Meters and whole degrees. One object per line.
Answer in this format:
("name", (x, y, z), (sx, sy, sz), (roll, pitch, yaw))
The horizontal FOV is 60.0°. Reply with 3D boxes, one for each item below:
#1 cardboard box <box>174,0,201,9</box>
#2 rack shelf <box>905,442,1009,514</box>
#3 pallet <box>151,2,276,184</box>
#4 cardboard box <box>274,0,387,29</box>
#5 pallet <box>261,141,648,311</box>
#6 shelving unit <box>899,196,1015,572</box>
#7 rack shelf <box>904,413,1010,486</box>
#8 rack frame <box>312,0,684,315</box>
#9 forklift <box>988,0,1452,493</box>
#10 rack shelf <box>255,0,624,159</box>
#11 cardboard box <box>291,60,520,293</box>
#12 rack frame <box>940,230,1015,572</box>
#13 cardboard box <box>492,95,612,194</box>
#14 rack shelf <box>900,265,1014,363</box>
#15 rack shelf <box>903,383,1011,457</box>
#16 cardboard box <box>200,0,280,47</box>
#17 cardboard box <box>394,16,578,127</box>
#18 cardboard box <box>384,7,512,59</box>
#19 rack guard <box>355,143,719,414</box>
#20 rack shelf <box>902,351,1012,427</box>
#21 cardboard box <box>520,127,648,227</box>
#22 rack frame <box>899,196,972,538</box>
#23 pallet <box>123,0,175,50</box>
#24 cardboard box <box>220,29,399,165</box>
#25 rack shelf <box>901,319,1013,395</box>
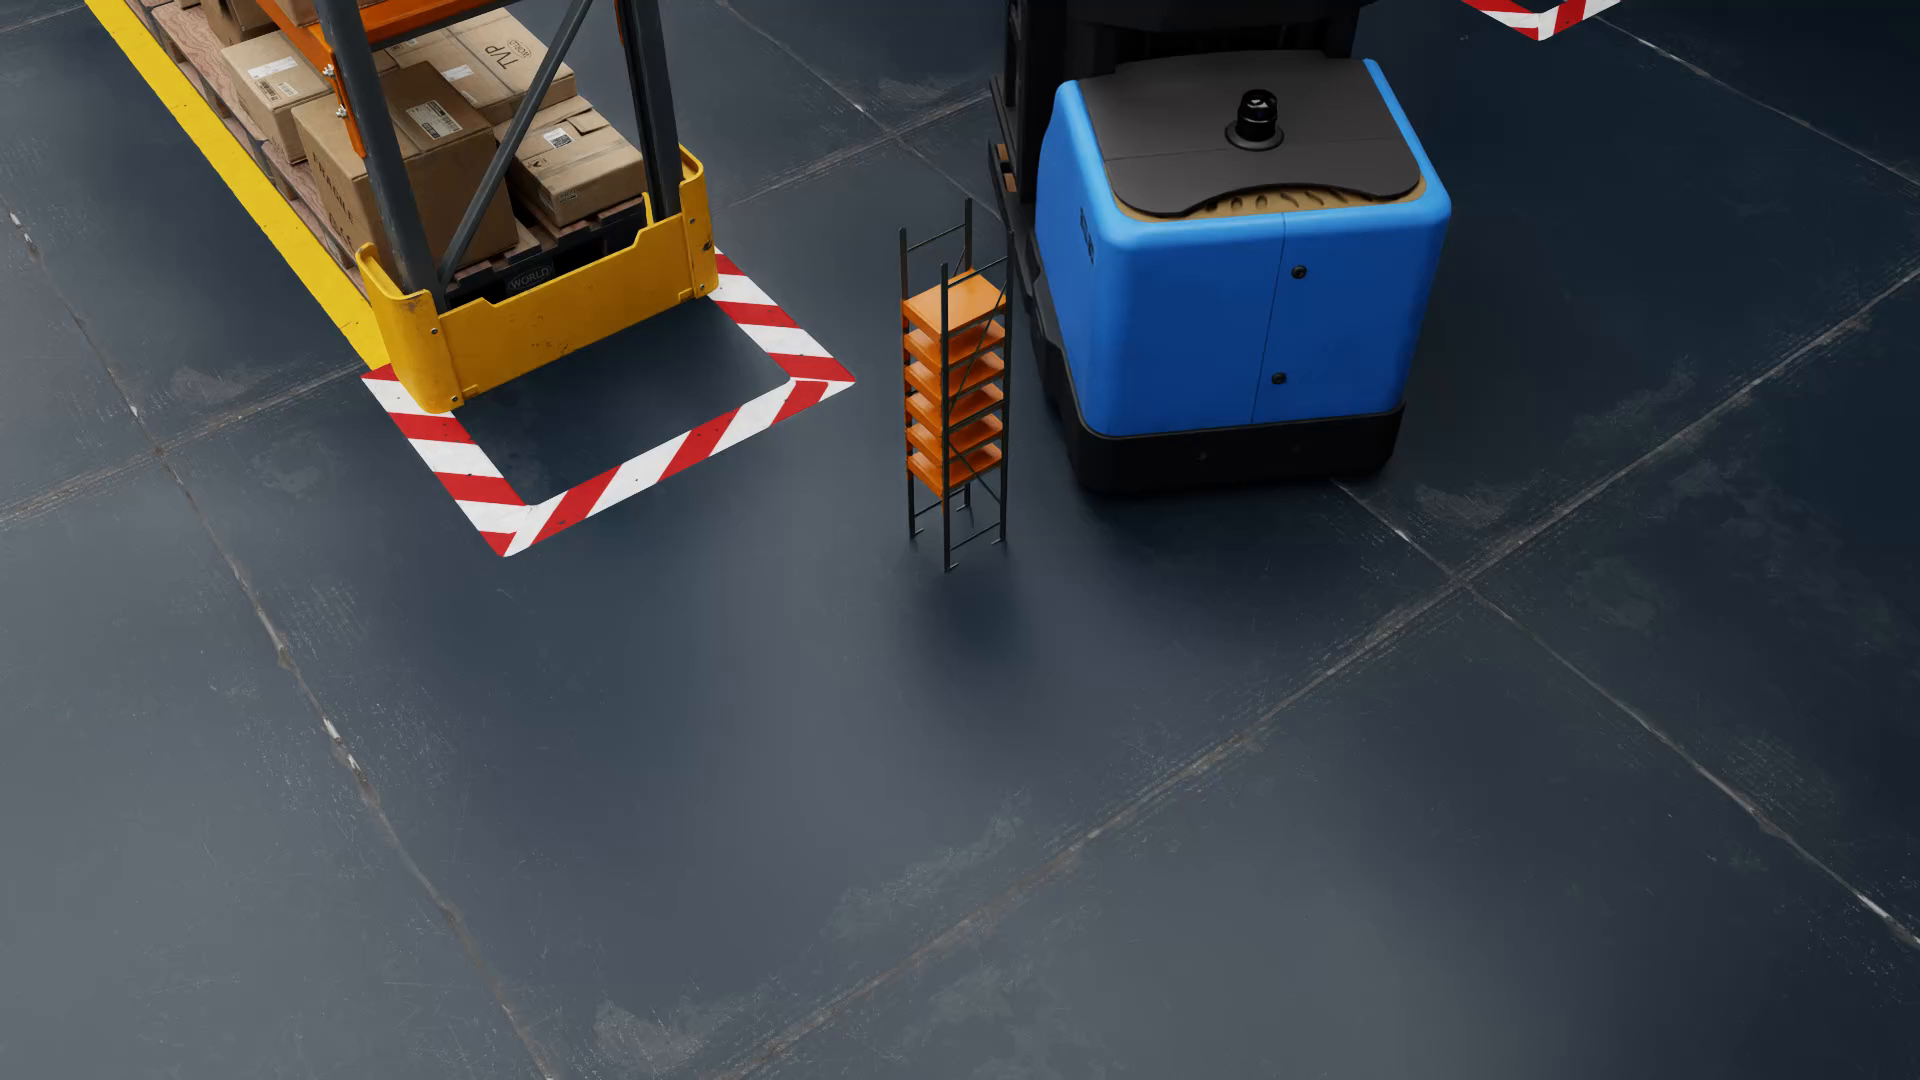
("cardboard box", (-3.190, -2.438, 7.051), (0.380, 0.166, 0.250), (-29, 54, -24))
("rack shelf", (-0.009, -0.220, 5.024), (0.258, 0.103, 0.180), (-29, 54, -24))
("pallet", (-2.646, -2.030, 6.948), (1.003, 0.211, 1.213), (-29, 54, -24))
("cardboard box", (-1.869, -1.909, 4.888), (0.500, 0.500, 0.500), (-28, 54, -23))
("pallet", (-1.911, -1.311, 6.296), (1.003, 0.211, 1.213), (-29, 54, -24))
("shelving unit", (-0.009, -0.412, 4.813), (0.258, 1.200, 0.189), (-29, 54, -24))
("rack shelf", (-0.009, -0.301, 4.935), (0.258, 0.103, 0.180), (-29, 54, -24))
("rack frame", (-1.382, -1.733, 4.797), (1.000, 3.000, 0.127), (-29, 54, -24))
("forklift", (0.710, -2.238, 5.300), (1.130, 2.935, 3.031), (-5, 48, -5))
("rack shelf", (-2.593, -2.671, 6.132), (1.077, 0.370, 4.000), (-29, 54, -24))
("cardboard box", (-1.907, -1.252, 5.750), (0.500, 0.500, 0.500), (-29, 54, -24))
("rack frame", (0.047, -0.358, 4.764), (0.240, 1.200, 0.006), (-29, 54, -24))
("cardboard box", (-1.513, -1.478, 6.181), (0.380, 0.166, 0.250), (-29, 54, -24))
("rack shelf", (-0.009, -0.623, 4.579), (0.258, 0.103, 0.180), (-29, 54, -24))
("rack shelf", (-0.009, -0.382, 4.846), (0.258, 0.103, 0.180), (-29, 54, -24))
("cardboard box", (-2.662, -2.296, 6.695), (0.797, 0.503, 0.637), (-29, 54, -24))
("cardboard box", (-1.788, -1.700, 6.326), (0.500, 0.250, 0.500), (-29, 54, -24))
("cardboard box", (-2.091, -1.995, 6.593), (0.500, 0.250, 0.500), (-29, 54, -24))
("rack guard", (-1.428, -0.939, 5.763), (1.175, 0.500, 0.348), (-29, 54, -24))
("rack shelf", (-0.009, -0.462, 4.757), (0.258, 0.103, 0.180), (-29, 54, -24))
("cardboard box", (-1.362, -1.325, 6.054), (0.380, 0.149, 0.250), (-29, 54, -24))
("rack frame", (-0.064, -0.465, 4.862), (0.240, 1.200, 0.006), (-29, 54, -24))
("pallet", (-3.389, -2.750, 7.601), (1.003, 0.211, 1.213), (-29, 54, -24))
("cardboard box", (-2.458, -1.741, 6.363), (0.500, 0.250, 0.500), (-29, 54, -24))
("rack shelf", (-0.009, -0.543, 4.668), (0.258, 0.103, 0.180), (-29, 54, -24))
